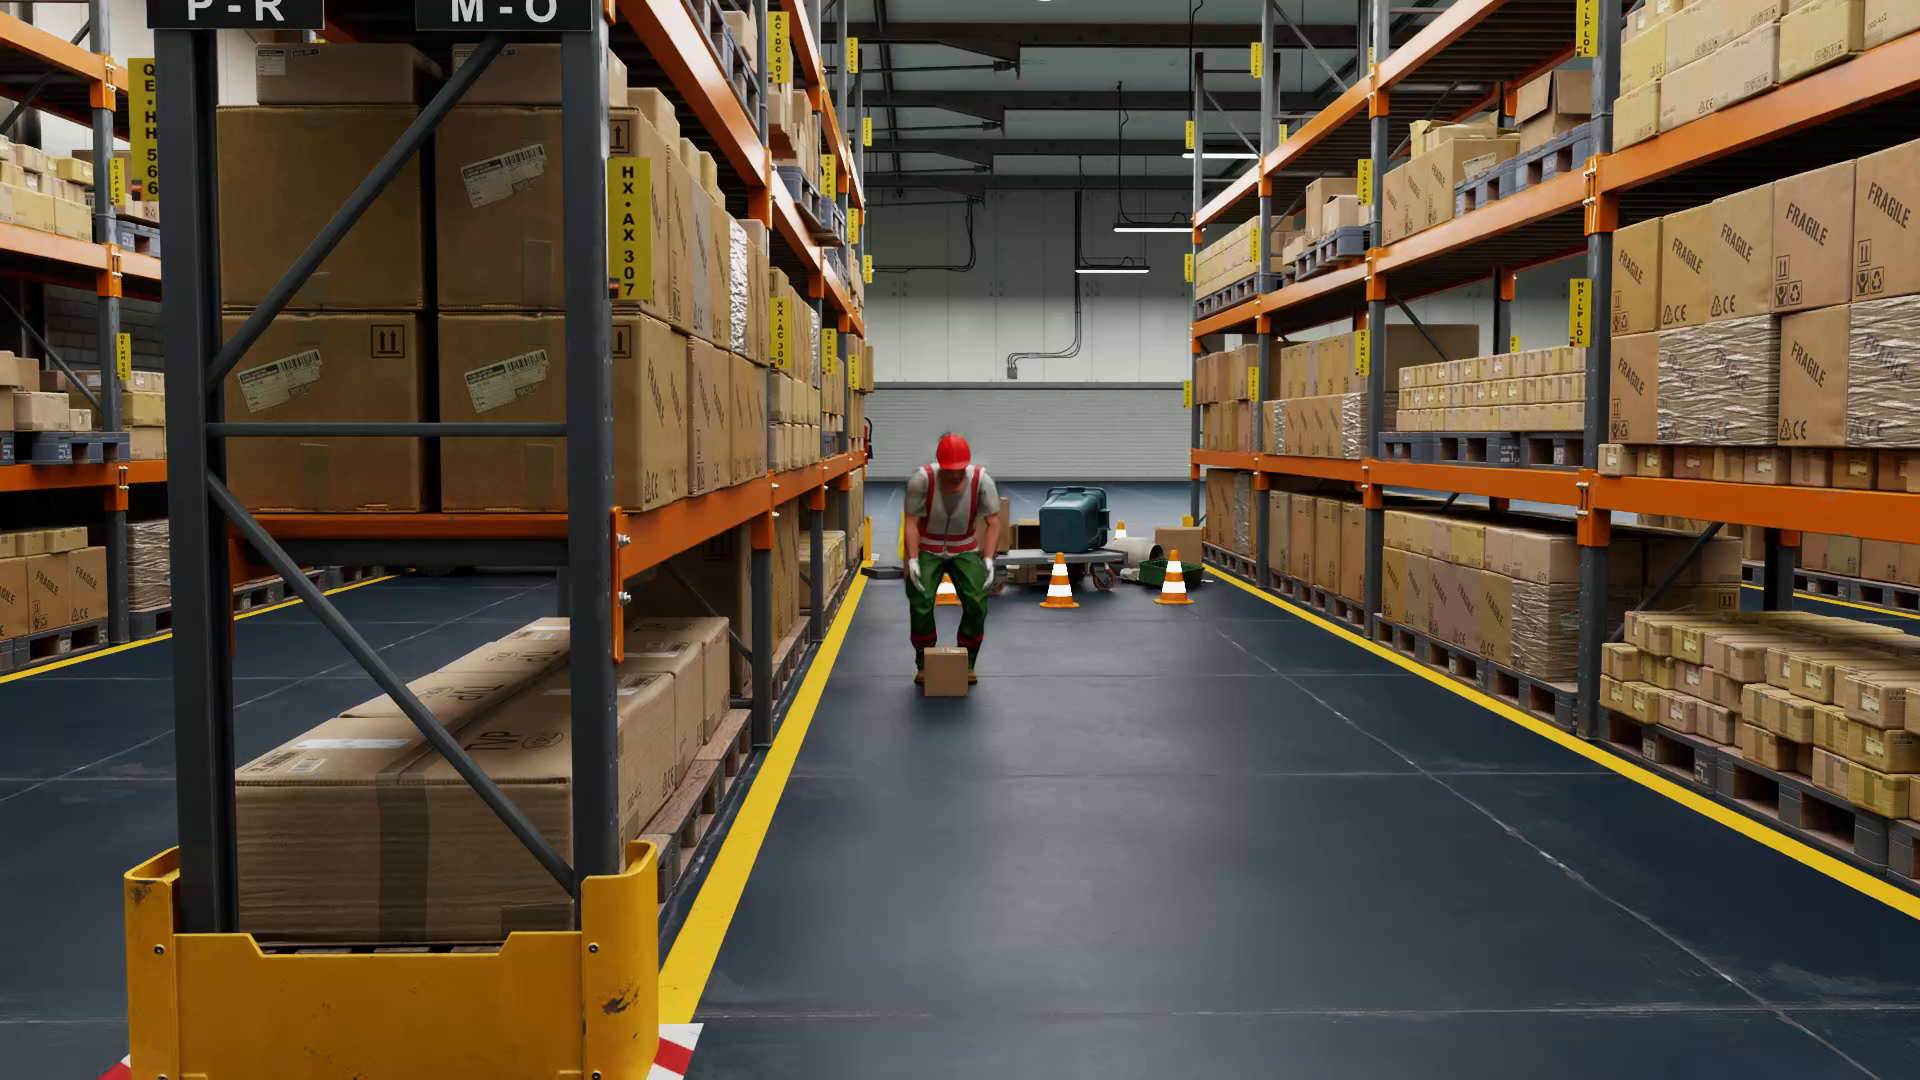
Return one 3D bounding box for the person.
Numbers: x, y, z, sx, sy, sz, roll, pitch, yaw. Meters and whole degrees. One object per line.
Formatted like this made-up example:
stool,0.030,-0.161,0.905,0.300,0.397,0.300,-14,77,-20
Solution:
person,-0.047,0.113,9.981,0.581,1.500,0.711,0,4,-1
